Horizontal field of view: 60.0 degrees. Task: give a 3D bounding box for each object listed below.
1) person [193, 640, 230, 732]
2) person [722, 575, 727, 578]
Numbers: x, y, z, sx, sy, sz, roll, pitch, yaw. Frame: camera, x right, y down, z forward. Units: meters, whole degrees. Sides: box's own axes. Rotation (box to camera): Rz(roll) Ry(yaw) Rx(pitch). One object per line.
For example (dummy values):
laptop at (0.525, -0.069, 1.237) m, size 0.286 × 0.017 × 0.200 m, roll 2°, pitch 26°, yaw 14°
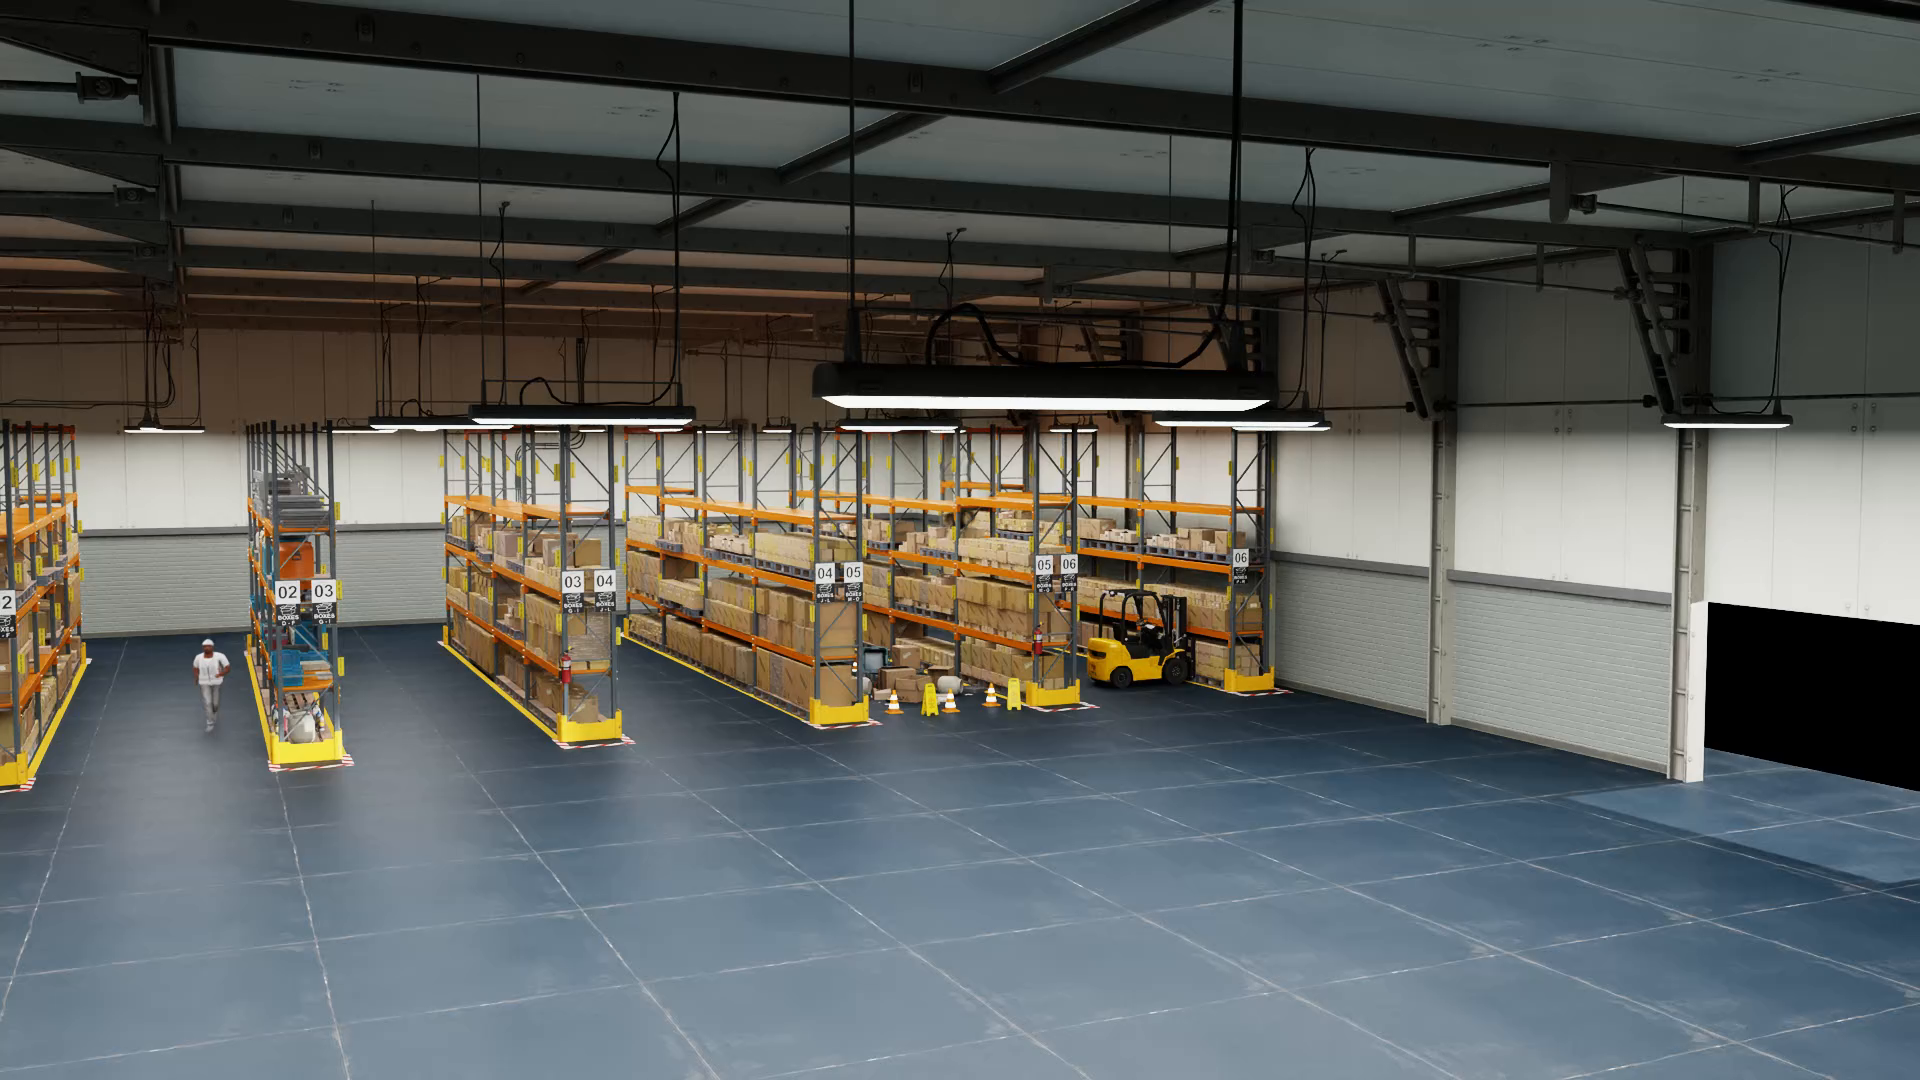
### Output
person at (-14.637, 2.818, 32.513) m, size 0.689 × 1.767 × 0.852 m, roll -1°, pitch 4°, yaw -19°
person at (-6.632, 1.911, 46.895) m, size 0.709 × 1.856 × 0.840 m, roll -2°, pitch 4°, yaw -27°
